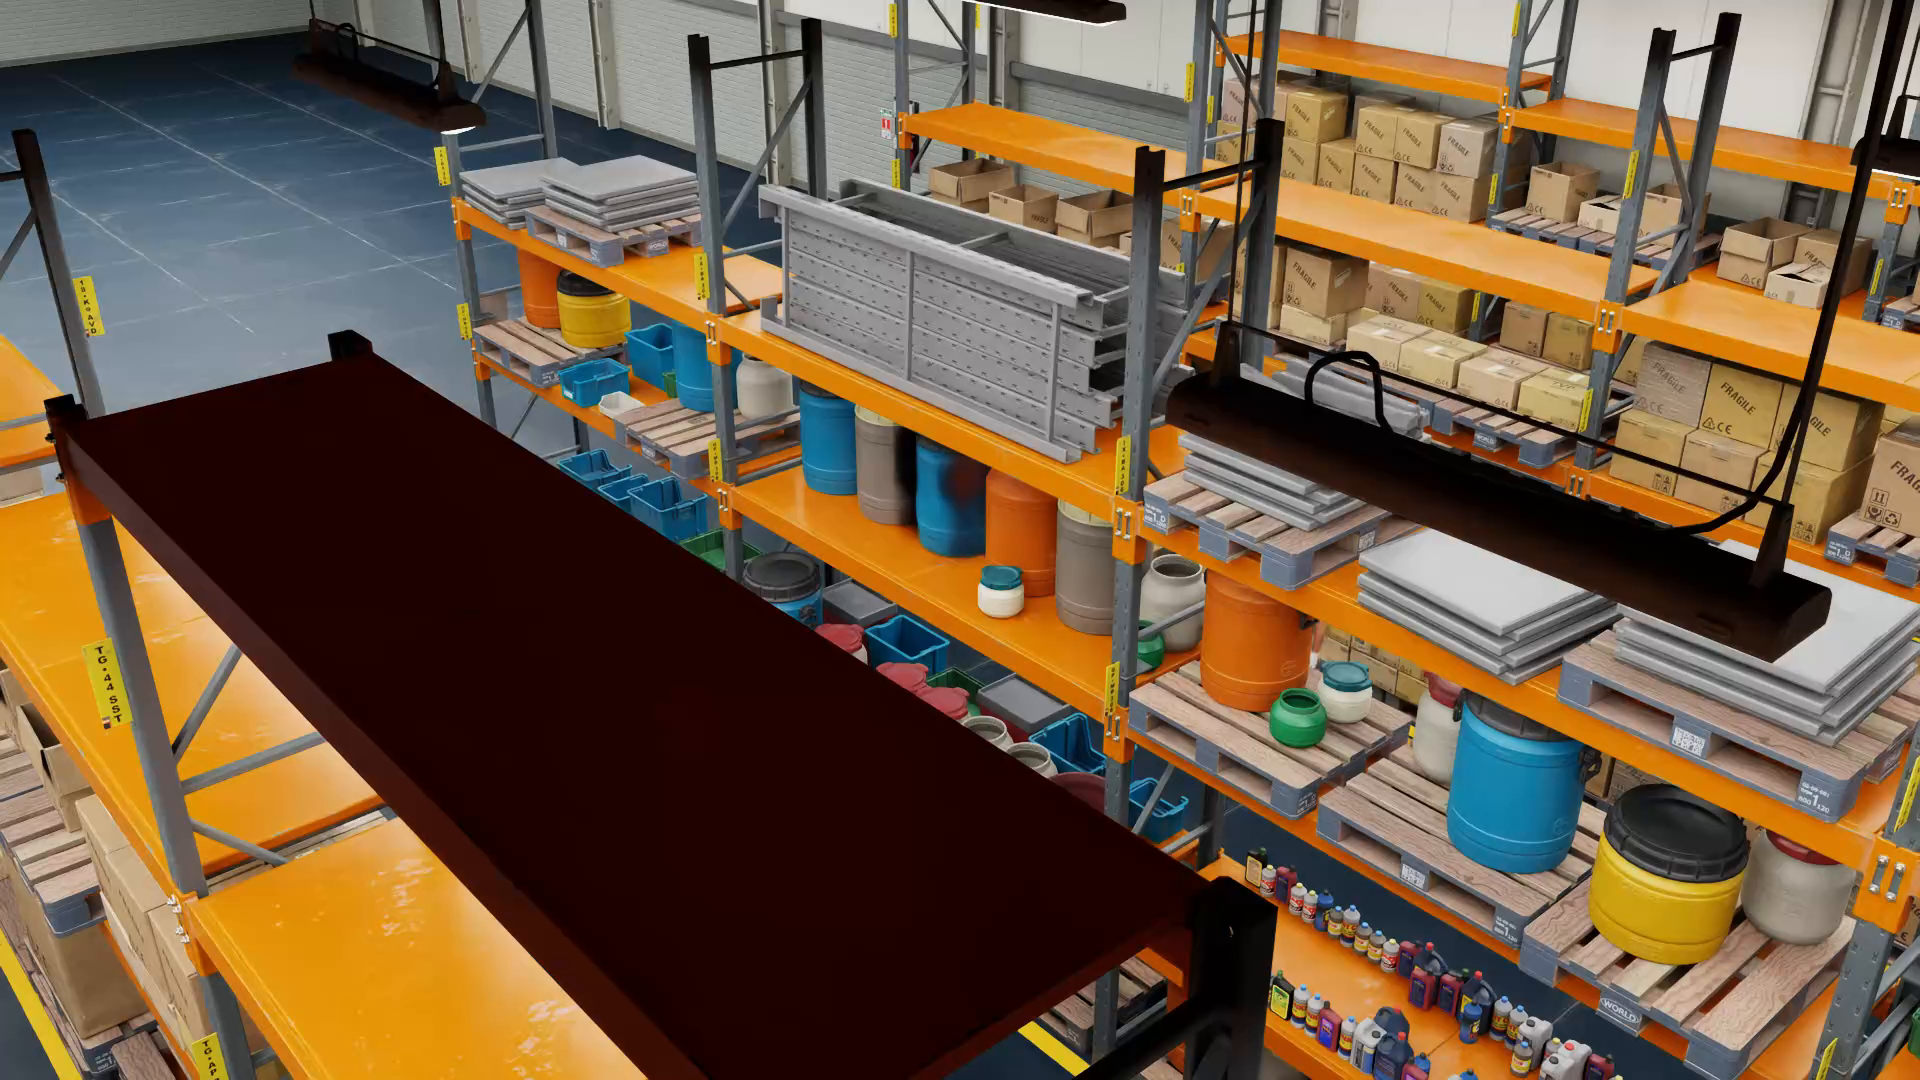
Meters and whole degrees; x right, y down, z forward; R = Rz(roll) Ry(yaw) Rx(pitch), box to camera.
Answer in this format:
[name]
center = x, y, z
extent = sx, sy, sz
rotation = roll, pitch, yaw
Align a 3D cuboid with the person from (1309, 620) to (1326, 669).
[person]
center = 2.739, 0.878, 13.776
extent = 0.583, 1.801, 0.467
rotation = 16, 31, 29
